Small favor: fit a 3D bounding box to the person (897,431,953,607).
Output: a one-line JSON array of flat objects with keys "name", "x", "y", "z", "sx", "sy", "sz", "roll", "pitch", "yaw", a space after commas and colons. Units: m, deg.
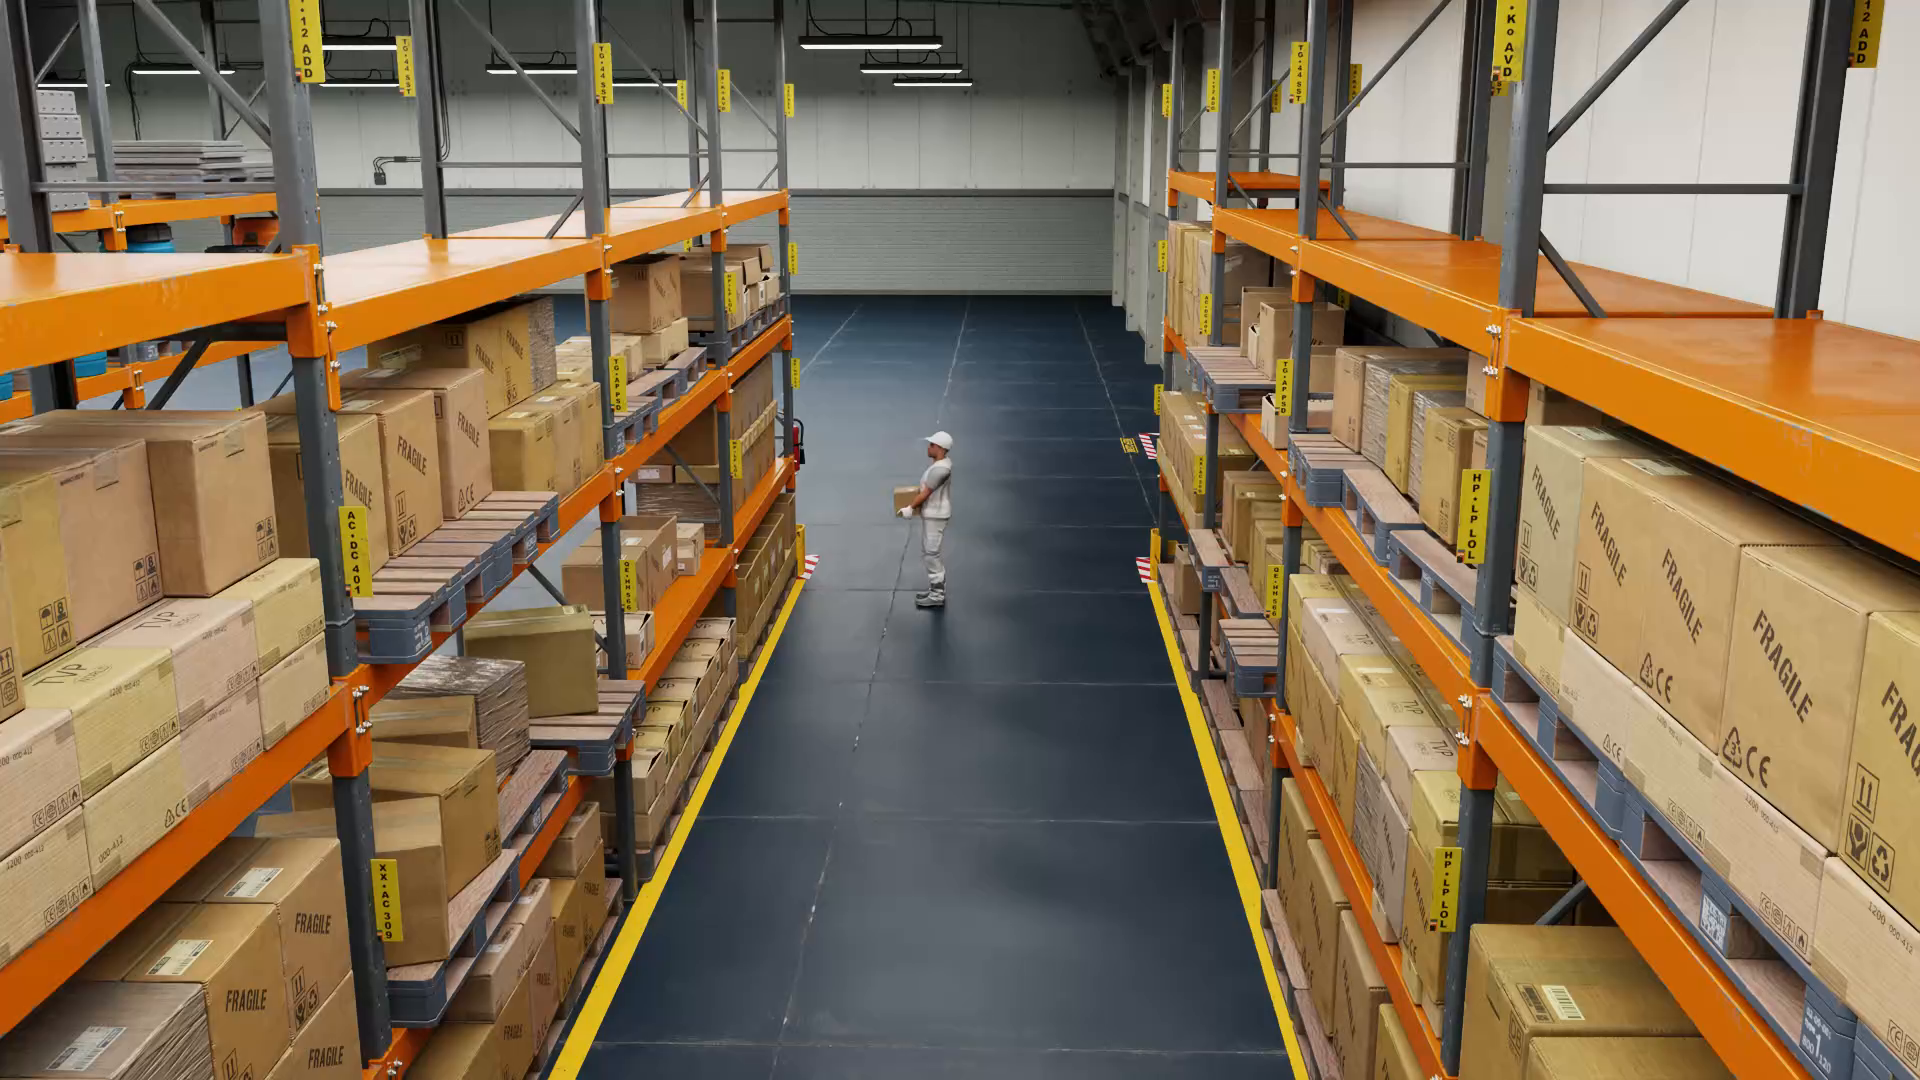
[{"name": "person", "x": -0.352, "y": -0.221, "z": 16.862, "sx": 0.563, "sy": 1.783, "sz": 0.494, "roll": 0, "pitch": 14, "yaw": 2}]
